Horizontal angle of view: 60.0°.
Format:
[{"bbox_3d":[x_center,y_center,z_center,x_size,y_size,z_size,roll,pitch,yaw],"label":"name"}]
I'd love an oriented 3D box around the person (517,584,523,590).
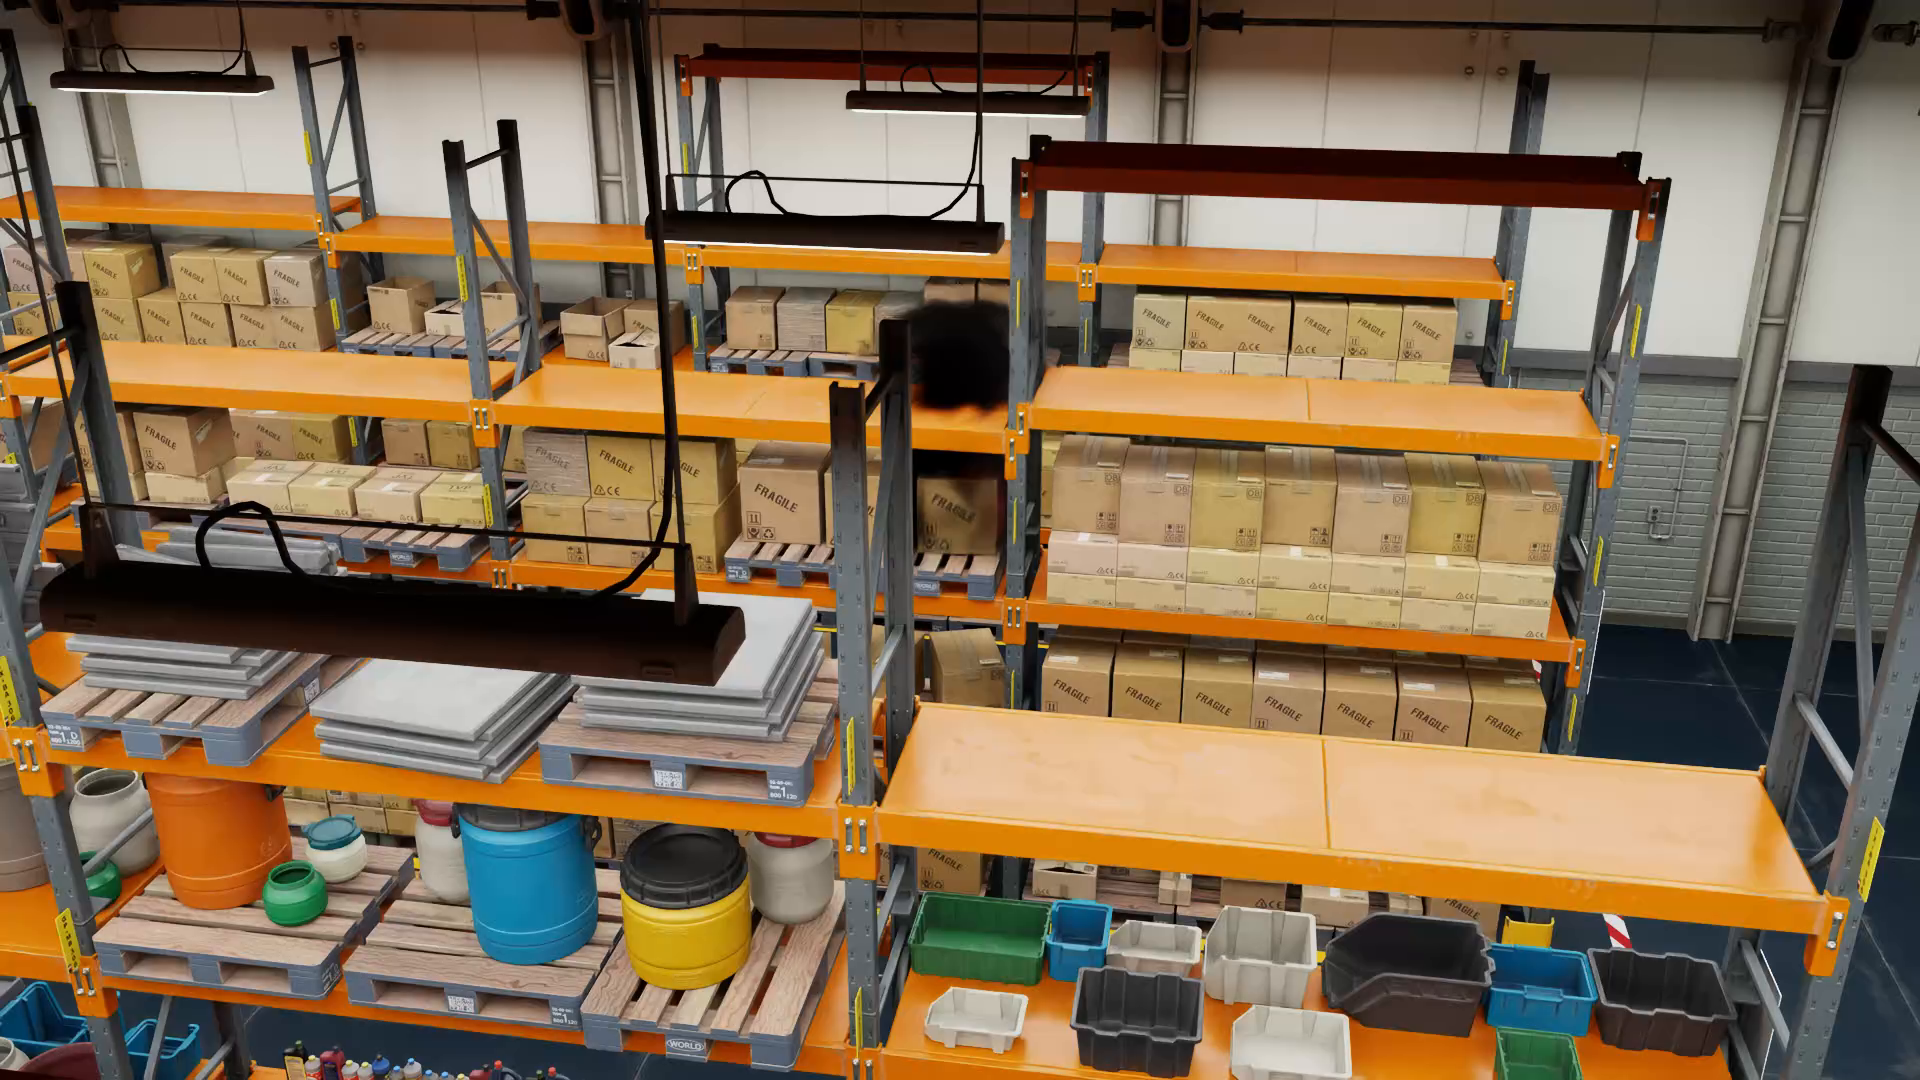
[{"bbox_3d":[-4.329,0.901,16.095,0.753,1.711,0.692,-12,26,-27],"label":"person"}]
